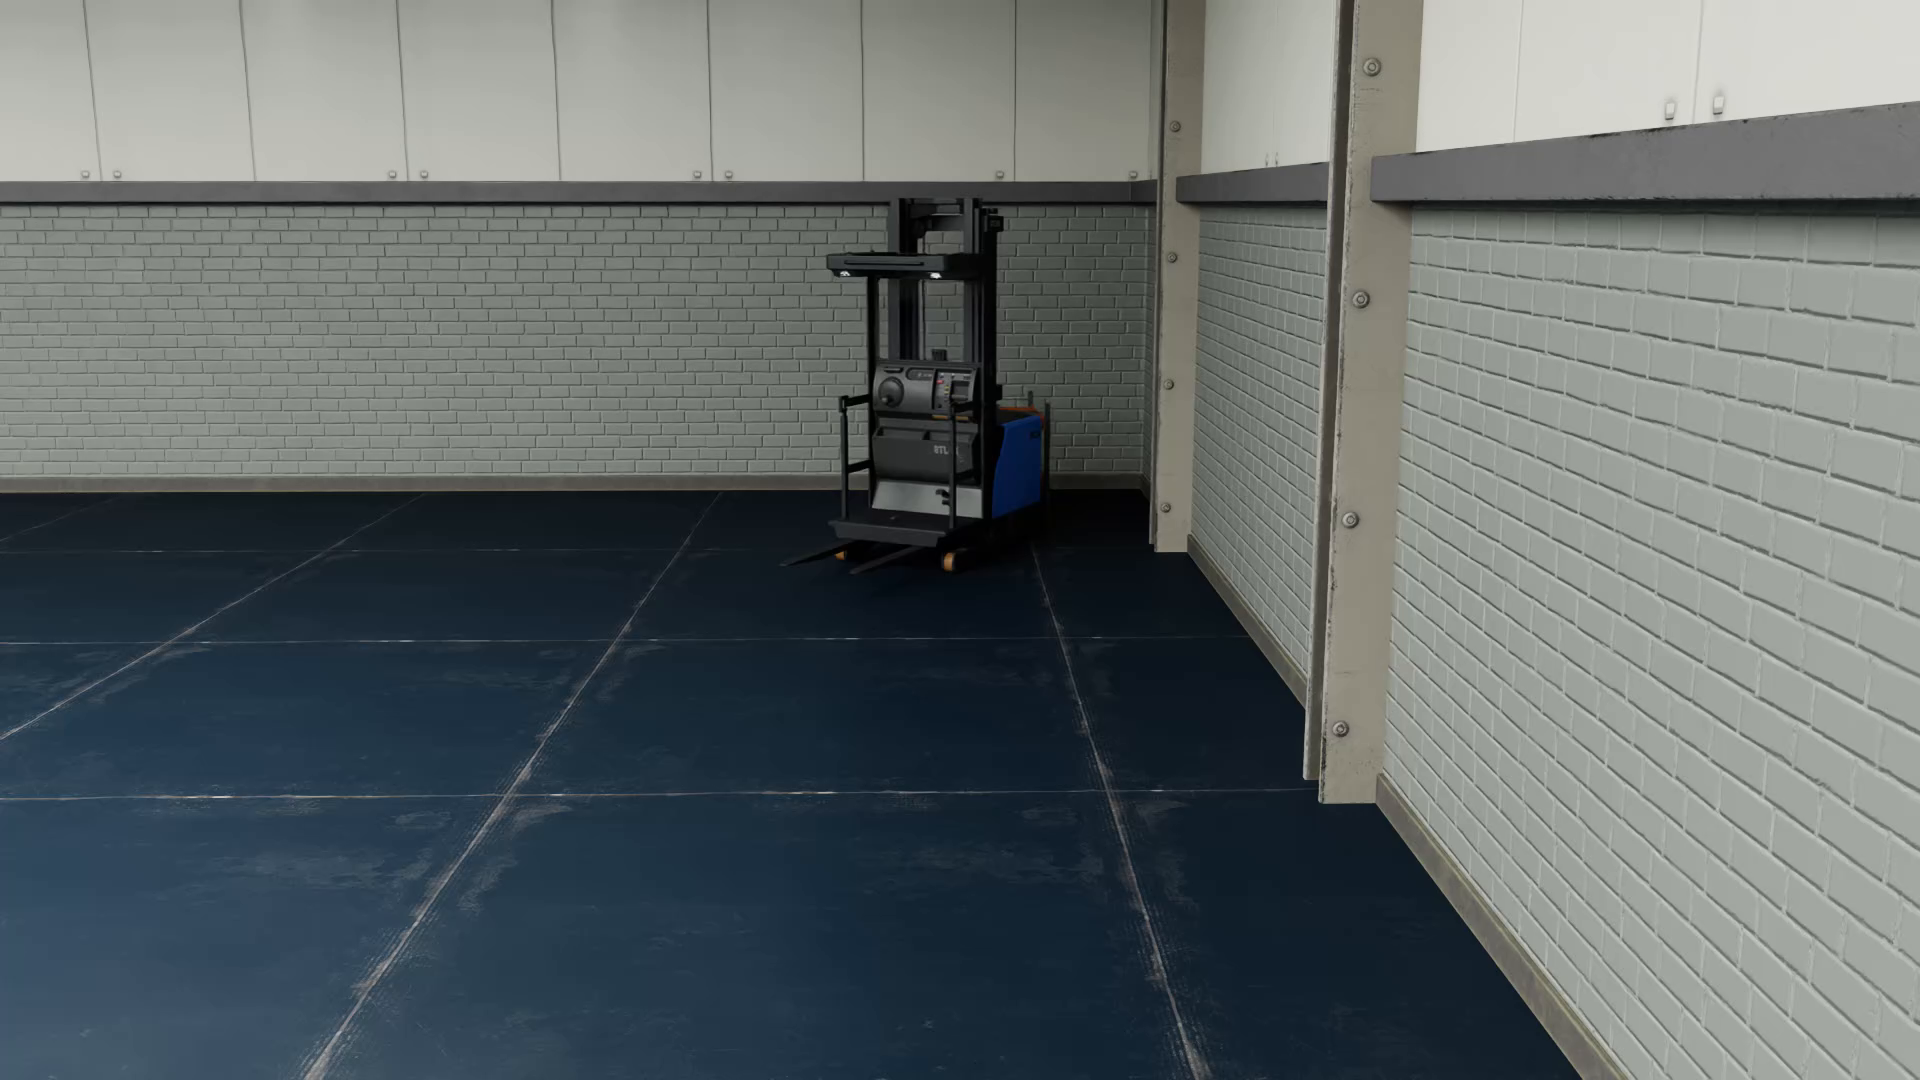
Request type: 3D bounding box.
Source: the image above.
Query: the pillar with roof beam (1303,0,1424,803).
[{"bbox_3d":[-2.381,-3.138,7.391,9.100,9.000,0.400,0,11,-1],"label":"pillar with roof beam"}]

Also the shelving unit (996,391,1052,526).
[{"bbox_3d":[0.506,-0.774,15.546,0.538,1.125,1.048,-1,12,-6],"label":"shelving unit"}]

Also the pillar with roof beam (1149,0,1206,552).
[{"bbox_3d":[-2.505,-4.330,13.270,9.100,9.000,0.400,0,11,-1],"label":"pillar with roof beam"}]

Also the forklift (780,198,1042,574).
[{"bbox_3d":[-0.382,-1.273,13.463,1.130,2.935,3.031,6,13,26],"label":"forklift"}]

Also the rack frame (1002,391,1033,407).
[{"bbox_3d":[0.452,-0.875,16.042,0.500,1.125,0.032,-1,12,-6],"label":"rack frame"}]

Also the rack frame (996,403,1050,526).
[{"bbox_3d":[0.561,-0.674,15.051,0.500,1.125,0.032,-1,12,-6],"label":"rack frame"}]

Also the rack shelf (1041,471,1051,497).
[{"bbox_3d":[0.506,-0.535,15.595,0.538,0.278,1.000,-1,12,-6],"label":"rack shelf"}]

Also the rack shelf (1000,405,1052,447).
[{"bbox_3d":[0.506,-1.061,15.488,0.538,0.278,1.000,-1,12,-6],"label":"rack shelf"}]
